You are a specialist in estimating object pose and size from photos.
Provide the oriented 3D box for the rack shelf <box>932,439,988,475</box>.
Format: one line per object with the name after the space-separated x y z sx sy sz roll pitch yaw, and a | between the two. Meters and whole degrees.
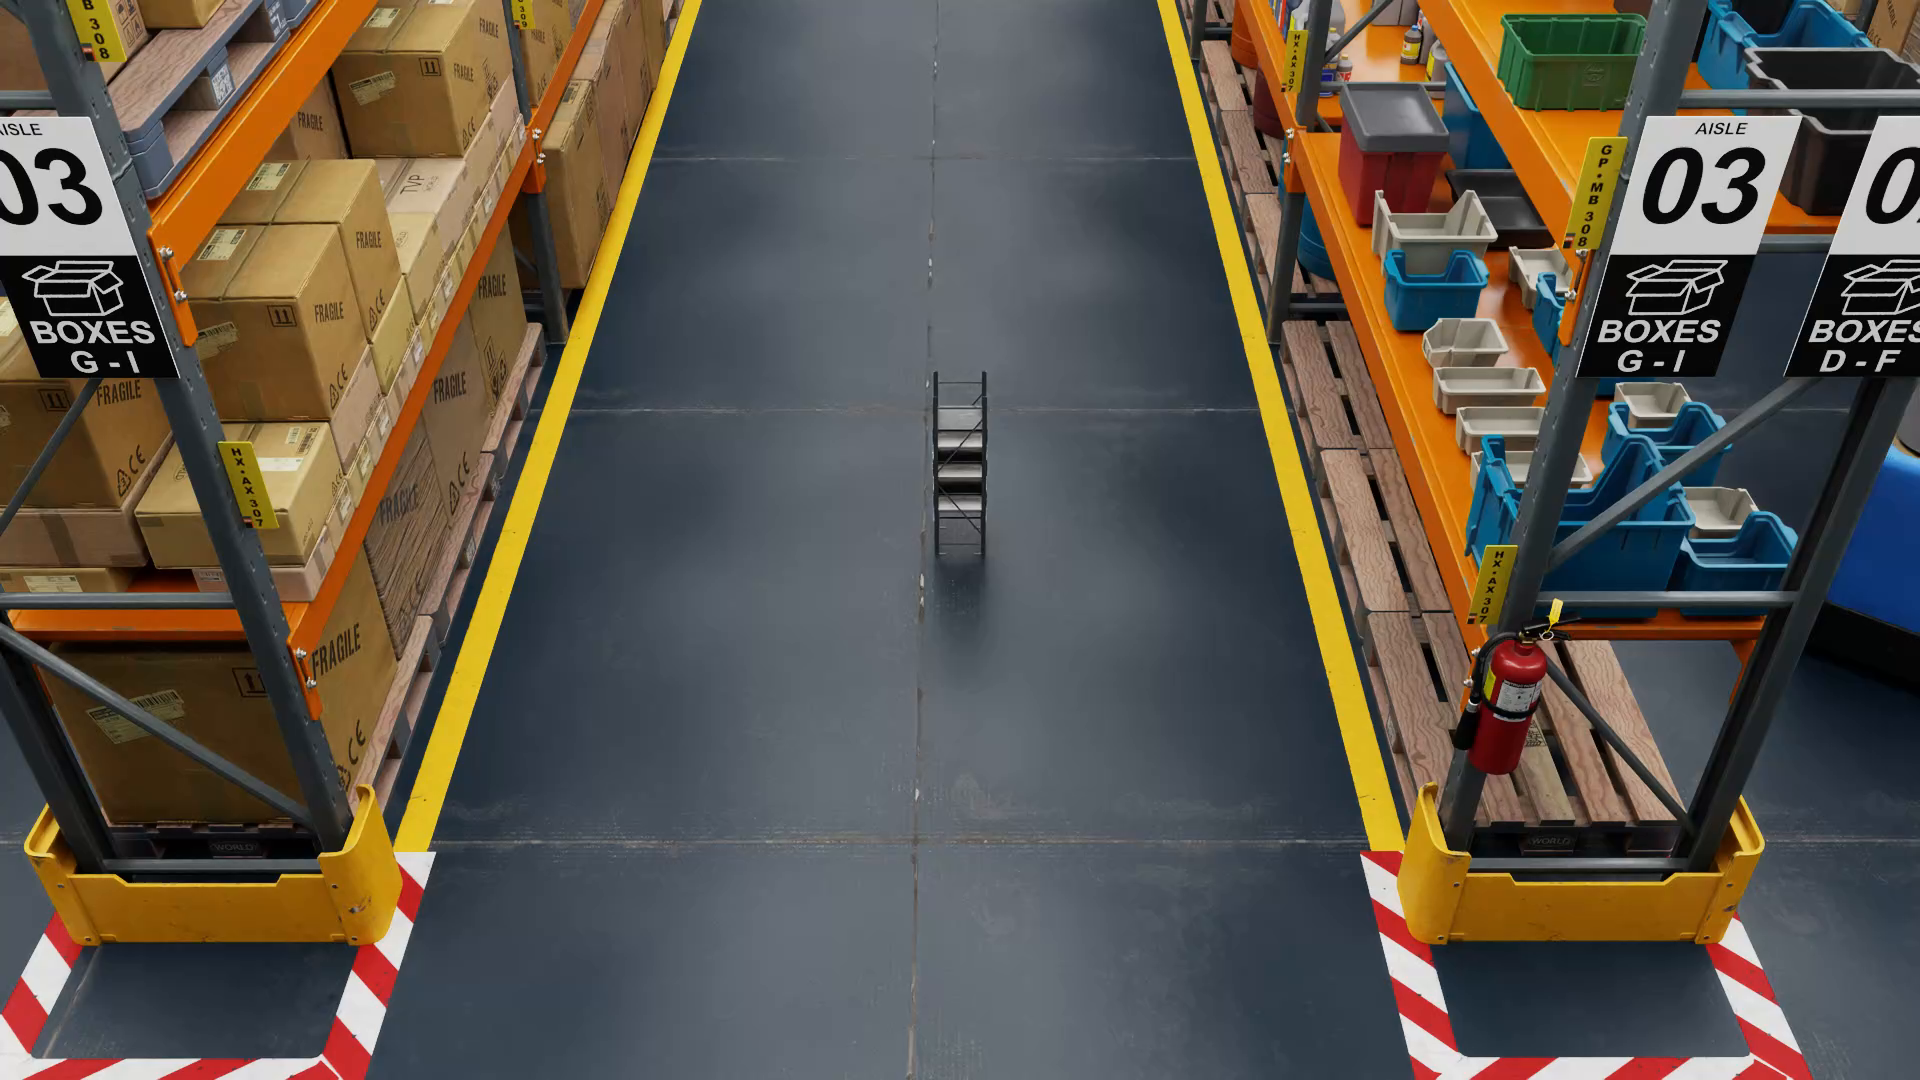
0.000 -0.390 7.672 0.258 0.077 0.200 0 39 0 | rack shelf

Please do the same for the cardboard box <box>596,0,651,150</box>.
-2.748 -3.147 10.887 1.225 0.875 0.875 0 39 0 | cardboard box

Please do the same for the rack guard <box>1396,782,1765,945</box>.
2.253 1.189 6.112 1.175 0.500 0.348 0 39 0 | rack guard

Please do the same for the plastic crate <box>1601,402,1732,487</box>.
2.569 -0.326 6.090 0.416 0.233 0.300 0 39 0 | plastic crate

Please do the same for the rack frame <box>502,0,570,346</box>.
-2.717 -2.300 8.466 1.000 3.000 0.127 0 39 0 | rack frame

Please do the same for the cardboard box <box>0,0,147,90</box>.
-2.767 -1.536 4.619 0.700 0.500 0.500 -2 39 -3 | cardboard box

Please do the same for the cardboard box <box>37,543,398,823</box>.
-2.793 0.467 6.377 0.875 0.875 0.875 0 39 0 | cardboard box

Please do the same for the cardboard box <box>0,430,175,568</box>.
-2.979 -0.159 5.677 0.500 0.250 0.500 -1 39 -1 | cardboard box

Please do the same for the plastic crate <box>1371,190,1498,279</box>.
2.053 -1.325 7.297 0.437 0.282 0.530 0 39 0 | plastic crate

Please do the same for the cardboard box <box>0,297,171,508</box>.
-2.976 -0.453 5.444 0.500 0.500 0.500 0 39 1 | cardboard box

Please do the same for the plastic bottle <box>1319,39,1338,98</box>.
1.912 -2.501 8.817 0.152 0.276 0.135 0 39 0 | plastic bottle

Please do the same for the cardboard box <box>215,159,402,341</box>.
-2.450 -1.085 6.234 0.500 0.500 0.500 -1 39 -1 | cardboard box

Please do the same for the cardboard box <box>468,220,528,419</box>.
-2.796 -1.221 8.484 0.875 0.875 0.875 0 39 0 | cardboard box

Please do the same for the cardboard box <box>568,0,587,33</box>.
-2.469 -3.254 9.577 0.500 0.500 0.500 -1 39 -1 | cardboard box

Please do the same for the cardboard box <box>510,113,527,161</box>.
-2.389 -2.011 8.307 0.380 0.149 0.250 0 39 0 | cardboard box

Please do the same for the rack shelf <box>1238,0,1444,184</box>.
2.233 -3.273 10.256 1.077 0.370 4.000 0 39 0 | rack shelf

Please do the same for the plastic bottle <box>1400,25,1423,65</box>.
2.491 -2.732 9.165 0.097 0.201 0.097 0 39 0 | plastic bottle

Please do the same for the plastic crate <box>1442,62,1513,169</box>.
2.577 -2.029 8.093 0.392 0.384 0.575 0 39 0 | plastic crate

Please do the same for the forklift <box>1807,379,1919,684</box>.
4.954 -1.254 7.217 1.130 2.935 3.031 23 44 26 | forklift

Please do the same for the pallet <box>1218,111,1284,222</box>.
2.272 -2.462 10.899 1.003 0.211 1.213 0 39 0 | pallet

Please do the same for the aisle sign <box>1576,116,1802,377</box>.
1.947 -0.771 4.480 0.394 0.787 0.004 0 39 0 | aisle sign

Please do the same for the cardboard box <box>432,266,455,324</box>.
-2.388 -1.048 7.106 0.380 0.149 0.250 1 39 1 | cardboard box

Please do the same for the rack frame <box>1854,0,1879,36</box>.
7.185 -4.806 11.594 1.000 3.000 0.127 0 39 0 | rack frame

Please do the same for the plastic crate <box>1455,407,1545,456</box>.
2.072 -0.413 6.275 0.396 0.136 0.243 0 39 0 | plastic crate

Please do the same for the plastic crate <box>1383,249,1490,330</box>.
1.982 -1.044 6.985 0.416 0.233 0.300 0 39 0 | plastic crate

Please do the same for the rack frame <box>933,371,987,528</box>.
0.000 -0.410 7.787 0.240 0.900 0.006 0 39 0 | rack frame

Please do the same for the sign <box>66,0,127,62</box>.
-2.158 -1.337 4.105 0.100 0.325 0.005 0 39 0 | sign

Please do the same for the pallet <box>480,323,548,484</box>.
-2.795 -0.736 8.745 1.003 0.211 1.213 0 39 0 | pallet

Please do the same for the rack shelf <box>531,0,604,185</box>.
-2.720 -3.269 10.252 1.077 0.370 4.000 0 39 0 | rack shelf

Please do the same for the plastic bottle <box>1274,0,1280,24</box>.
1.911 -3.129 9.600 0.152 0.276 0.135 0 39 0 | plastic bottle

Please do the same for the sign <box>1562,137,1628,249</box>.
1.690 -0.921 4.431 0.100 0.325 0.005 0 39 0 | sign

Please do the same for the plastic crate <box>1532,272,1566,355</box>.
2.567 -0.925 6.838 0.416 0.233 0.300 0 39 0 | plastic crate

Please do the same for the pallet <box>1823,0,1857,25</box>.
7.223 -4.232 13.108 1.003 0.211 1.213 0 39 0 | pallet

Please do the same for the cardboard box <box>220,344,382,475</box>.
-2.450 -0.481 6.079 0.500 0.250 0.500 0 39 -1 | cardboard box

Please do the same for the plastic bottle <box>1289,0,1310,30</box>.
1.907 -2.858 9.203 0.144 0.351 0.185 0 39 0 | plastic bottle

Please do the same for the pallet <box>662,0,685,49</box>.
-2.721 -4.201 13.070 1.003 0.211 1.213 0 39 0 | pallet

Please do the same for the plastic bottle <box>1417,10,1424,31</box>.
2.643 -2.938 9.422 0.097 0.201 0.097 0 39 0 | plastic bottle

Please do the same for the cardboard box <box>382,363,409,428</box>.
-2.386 -0.565 6.503 0.380 0.149 0.250 -1 39 -1 | cardboard box

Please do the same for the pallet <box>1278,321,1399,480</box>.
2.275 -0.755 8.769 1.003 0.211 1.213 0 39 0 | pallet

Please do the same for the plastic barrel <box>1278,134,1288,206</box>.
2.251 -2.431 9.973 0.600 0.901 0.708 0 39 0 | plastic barrel

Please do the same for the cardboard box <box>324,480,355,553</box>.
-2.385 -0.083 5.901 0.380 0.149 0.250 -1 39 -1 | cardboard box

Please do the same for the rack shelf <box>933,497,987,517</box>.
0.000 -0.180 7.841 0.258 0.077 0.200 0 39 0 | rack shelf

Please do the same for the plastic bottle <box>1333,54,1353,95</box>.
2.037 -2.484 8.855 0.097 0.201 0.097 0 39 0 | plastic bottle

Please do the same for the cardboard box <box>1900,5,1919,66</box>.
6.905 -3.390 11.474 0.500 0.500 0.500 -1 39 -2 | cardboard box

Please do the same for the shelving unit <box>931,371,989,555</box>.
0.000 -0.346 7.708 0.258 0.900 0.210 0 39 0 | shelving unit

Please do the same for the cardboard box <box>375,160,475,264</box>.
-2.450 -1.438 7.274 0.500 0.250 0.500 1 39 1 | cardboard box

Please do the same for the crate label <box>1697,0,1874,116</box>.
2.562 -1.491 5.178 0.408 0.251 0.502 0 39 0 | crate label

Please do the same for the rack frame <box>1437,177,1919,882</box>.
2.240 0.198 5.349 1.000 3.000 0.127 0 39 0 | rack frame

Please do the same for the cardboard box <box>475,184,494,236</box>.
-2.388 -1.529 7.705 0.380 0.149 0.250 1 39 1 | cardboard box
